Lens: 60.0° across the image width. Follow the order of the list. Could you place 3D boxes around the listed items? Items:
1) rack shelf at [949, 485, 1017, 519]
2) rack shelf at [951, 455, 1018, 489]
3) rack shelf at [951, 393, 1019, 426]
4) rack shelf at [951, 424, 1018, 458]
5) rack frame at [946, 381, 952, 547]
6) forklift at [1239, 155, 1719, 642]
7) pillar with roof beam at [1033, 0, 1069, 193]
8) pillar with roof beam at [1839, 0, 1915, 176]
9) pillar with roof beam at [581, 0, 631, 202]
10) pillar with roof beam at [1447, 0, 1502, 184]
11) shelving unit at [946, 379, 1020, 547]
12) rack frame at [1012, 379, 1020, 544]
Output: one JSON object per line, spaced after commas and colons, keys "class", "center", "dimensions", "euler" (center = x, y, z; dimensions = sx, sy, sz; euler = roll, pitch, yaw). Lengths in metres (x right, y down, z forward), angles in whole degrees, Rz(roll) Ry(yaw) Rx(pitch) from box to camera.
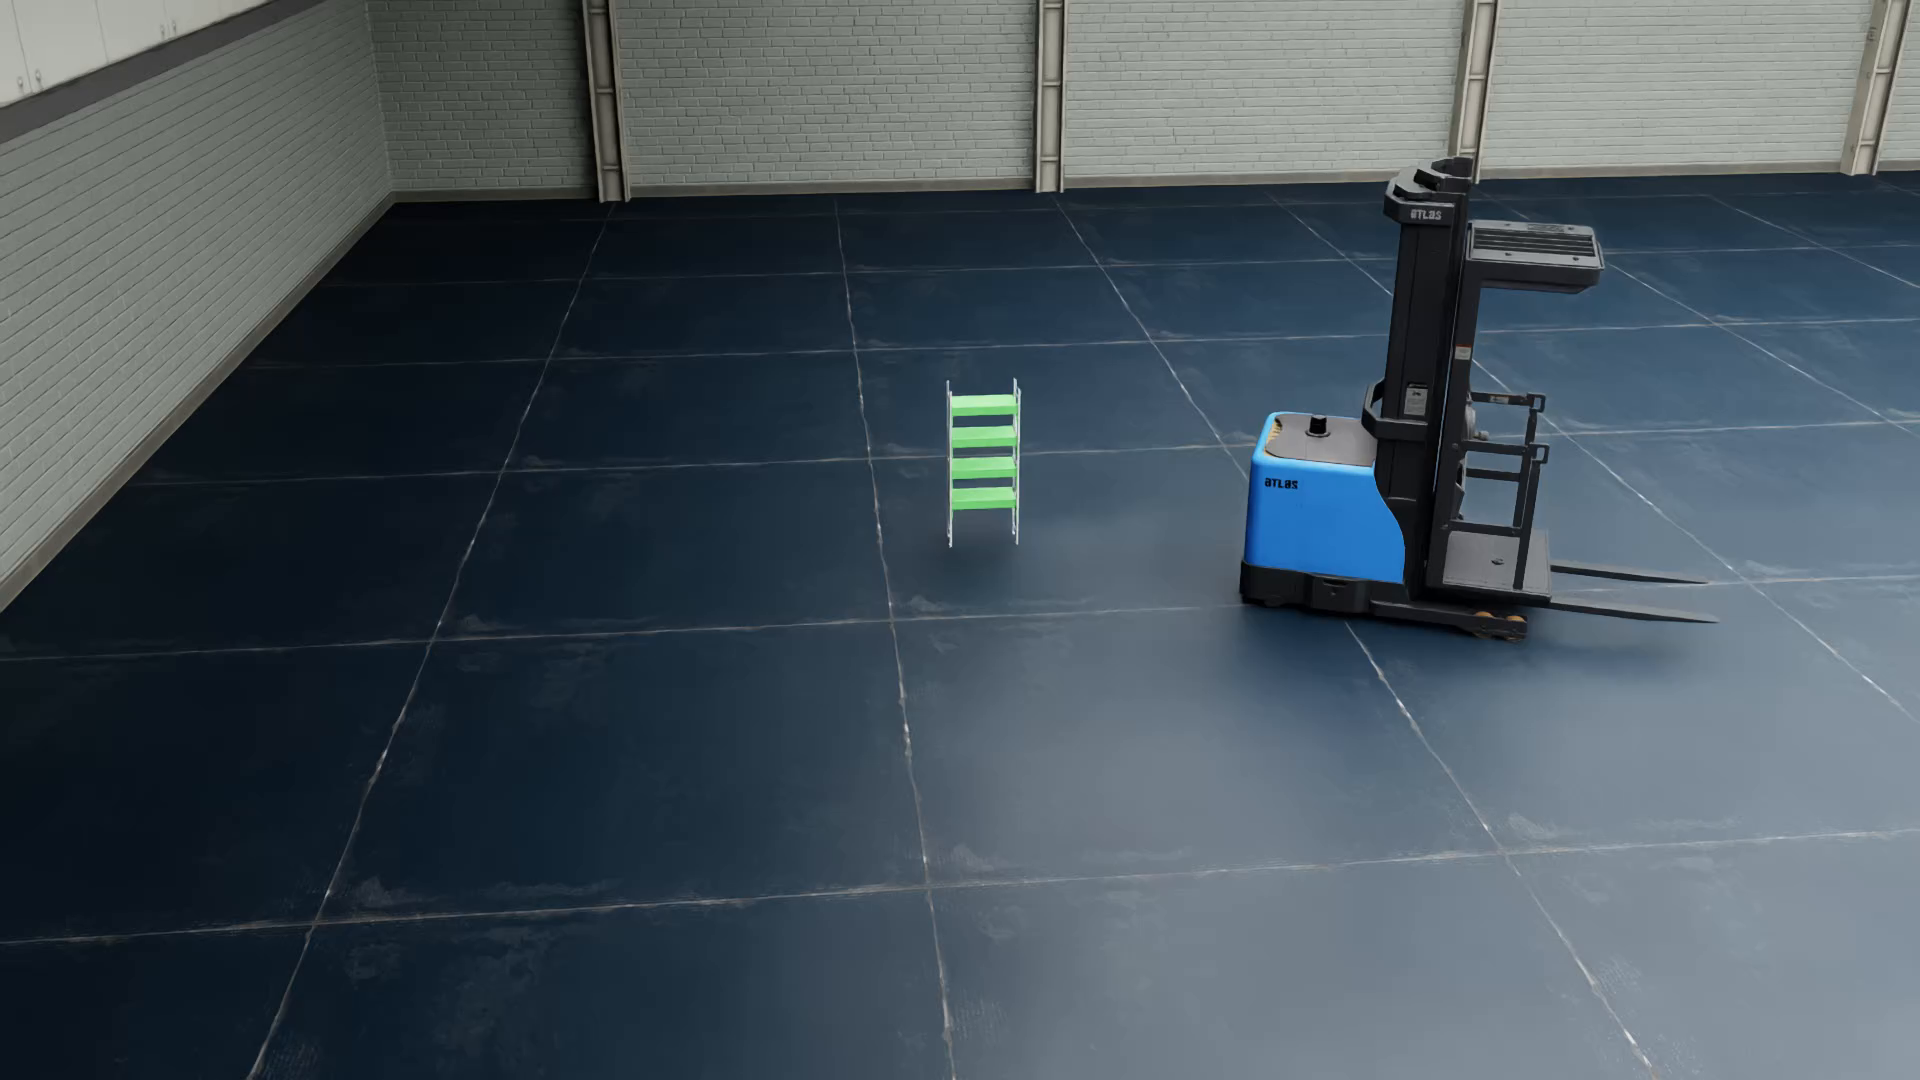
{"class": "rack shelf", "center": [0.165, -0.277, 12.205], "dimensions": [0.480, 0.148, 0.258], "euler": [-2, 24, -5]}
{"class": "rack shelf", "center": [0.165, -0.496, 12.107], "dimensions": [0.480, 0.148, 0.258], "euler": [-2, 24, -5]}
{"class": "rack shelf", "center": [0.165, -0.935, 11.912], "dimensions": [0.480, 0.148, 0.258], "euler": [-2, 24, -5]}
{"class": "rack shelf", "center": [0.165, -0.716, 12.010], "dimensions": [0.480, 0.148, 0.258], "euler": [-2, 24, -5]}
{"class": "rack frame", "center": [-0.078, -0.545, 12.060], "dimensions": [0.015, 1.200, 0.240], "euler": [-2, 24, -5]}
{"class": "forklift", "center": [3.480, -0.919, 10.769], "dimensions": [3.031, 2.935, 1.130], "euler": [7, 25, 15]}
{"class": "pillar with roof beam", "center": [1.661, -7.282, 17.615], "dimensions": [0.400, 9.000, 9.100], "euler": [-2, 24, -5]}
{"class": "pillar with roof beam", "center": [13.603, -7.761, 18.693], "dimensions": [0.400, 9.000, 9.100], "euler": [-2, 24, -5]}
{"class": "pillar with roof beam", "center": [-4.310, -7.043, 17.076], "dimensions": [0.400, 9.000, 9.100], "euler": [-2, 24, -5]}
{"class": "pillar with roof beam", "center": [7.632, -7.522, 18.154], "dimensions": [0.400, 9.000, 9.100], "euler": [-2, 24, -5]}
{"class": "shelving unit", "center": [0.165, -0.555, 12.081], "dimensions": [0.503, 1.200, 0.258], "euler": [-2, 24, -5]}
{"class": "rack frame", "center": [0.408, -0.565, 12.103], "dimensions": [0.015, 1.200, 0.240], "euler": [-2, 24, -5]}
